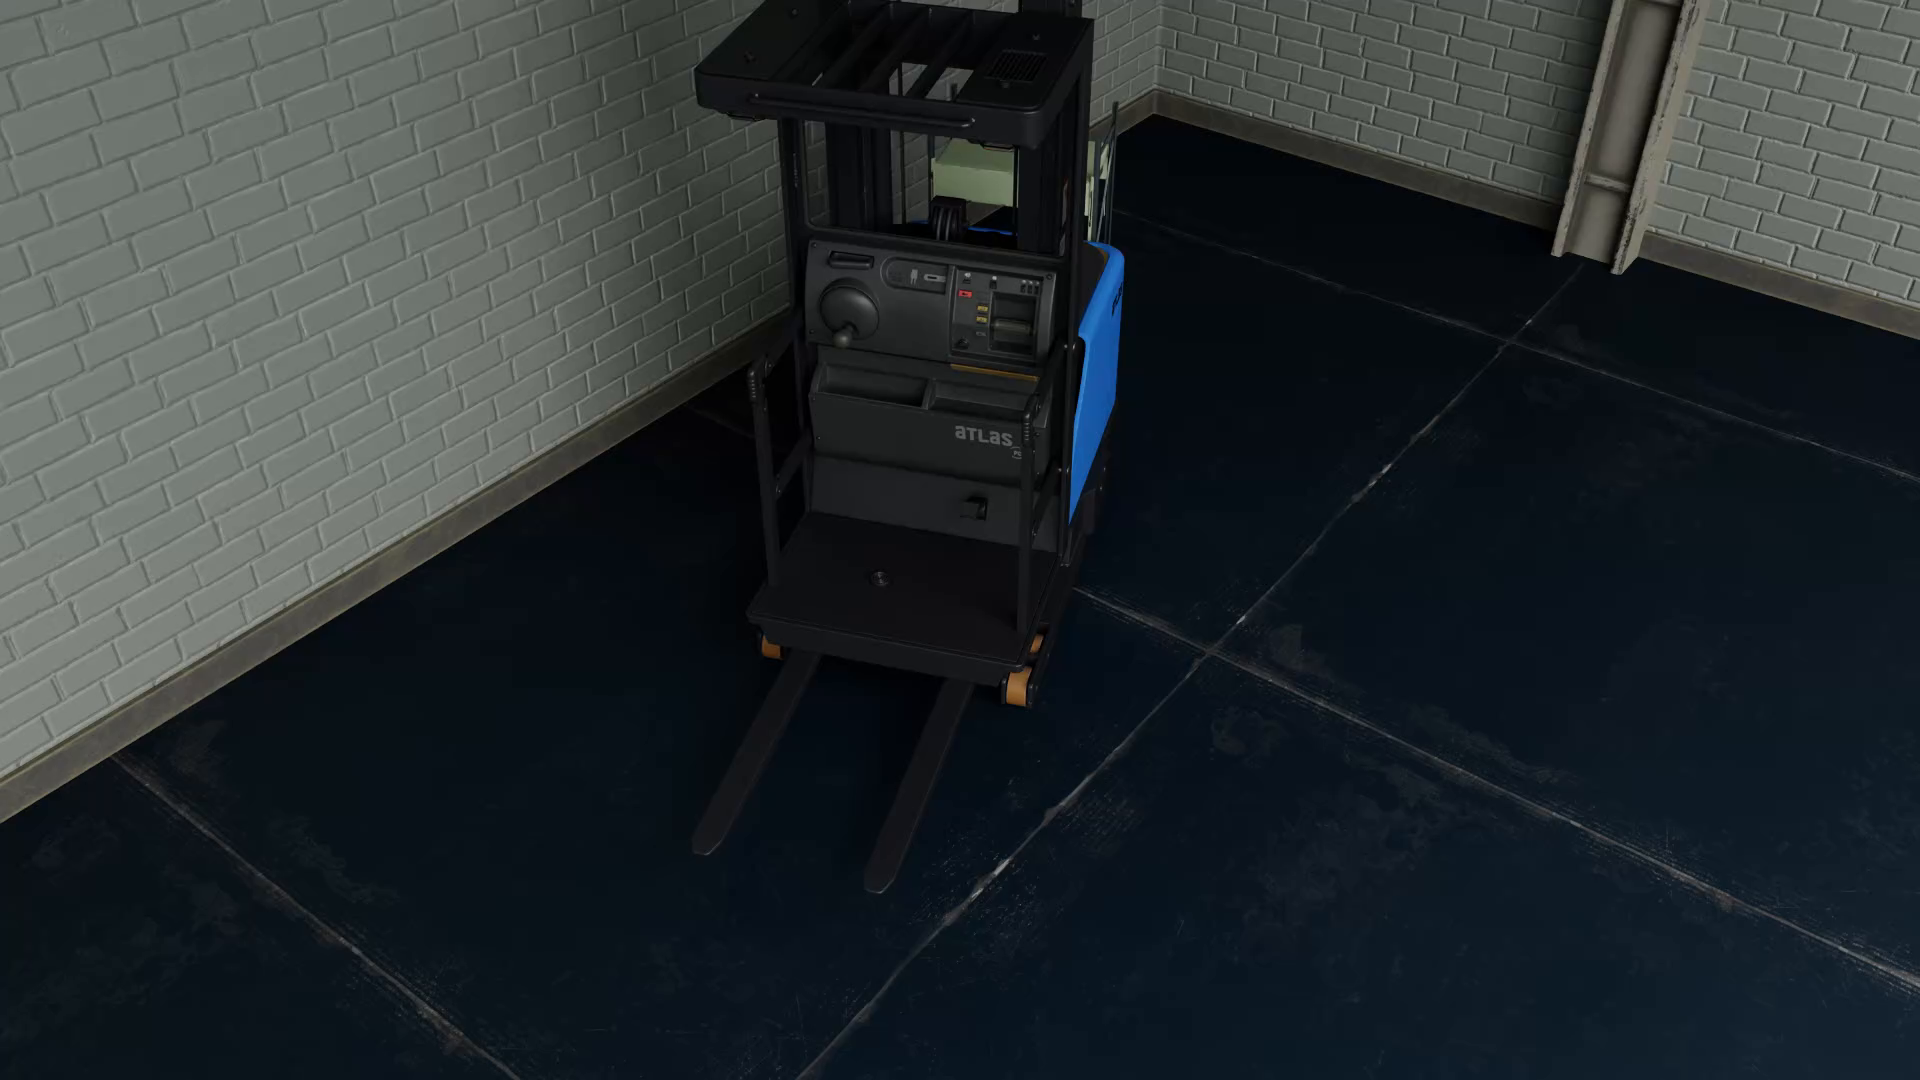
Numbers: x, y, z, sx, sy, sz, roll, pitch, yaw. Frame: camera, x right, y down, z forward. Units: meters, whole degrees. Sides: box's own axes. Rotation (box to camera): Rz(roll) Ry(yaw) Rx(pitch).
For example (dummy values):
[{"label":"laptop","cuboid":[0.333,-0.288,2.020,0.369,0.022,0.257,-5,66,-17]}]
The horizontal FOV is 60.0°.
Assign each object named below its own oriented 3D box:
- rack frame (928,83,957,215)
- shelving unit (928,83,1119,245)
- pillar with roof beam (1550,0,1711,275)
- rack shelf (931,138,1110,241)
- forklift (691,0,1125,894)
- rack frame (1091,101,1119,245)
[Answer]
[{"label":"rack frame","cuboid":[-0.075,-1.331,7.733,0.023,1.500,0.400,10,39,12]},{"label":"shelving unit","cuboid":[0.278,-1.270,7.655,0.755,1.500,0.431,10,39,12]},{"label":"pillar with roof beam","cuboid":[0.931,-3.033,3.825,0.400,9.000,9.100,25,45,29]},{"label":"rack shelf","cuboid":[0.278,-1.577,7.415,0.720,0.370,0.431,10,39,12]},{"label":"forklift","cuboid":[-0.169,-0.781,5.870,1.130,2.935,3.031,10,39,12]},{"label":"rack frame","cuboid":[0.630,-1.209,7.578,0.023,1.500,0.400,10,39,12]}]
